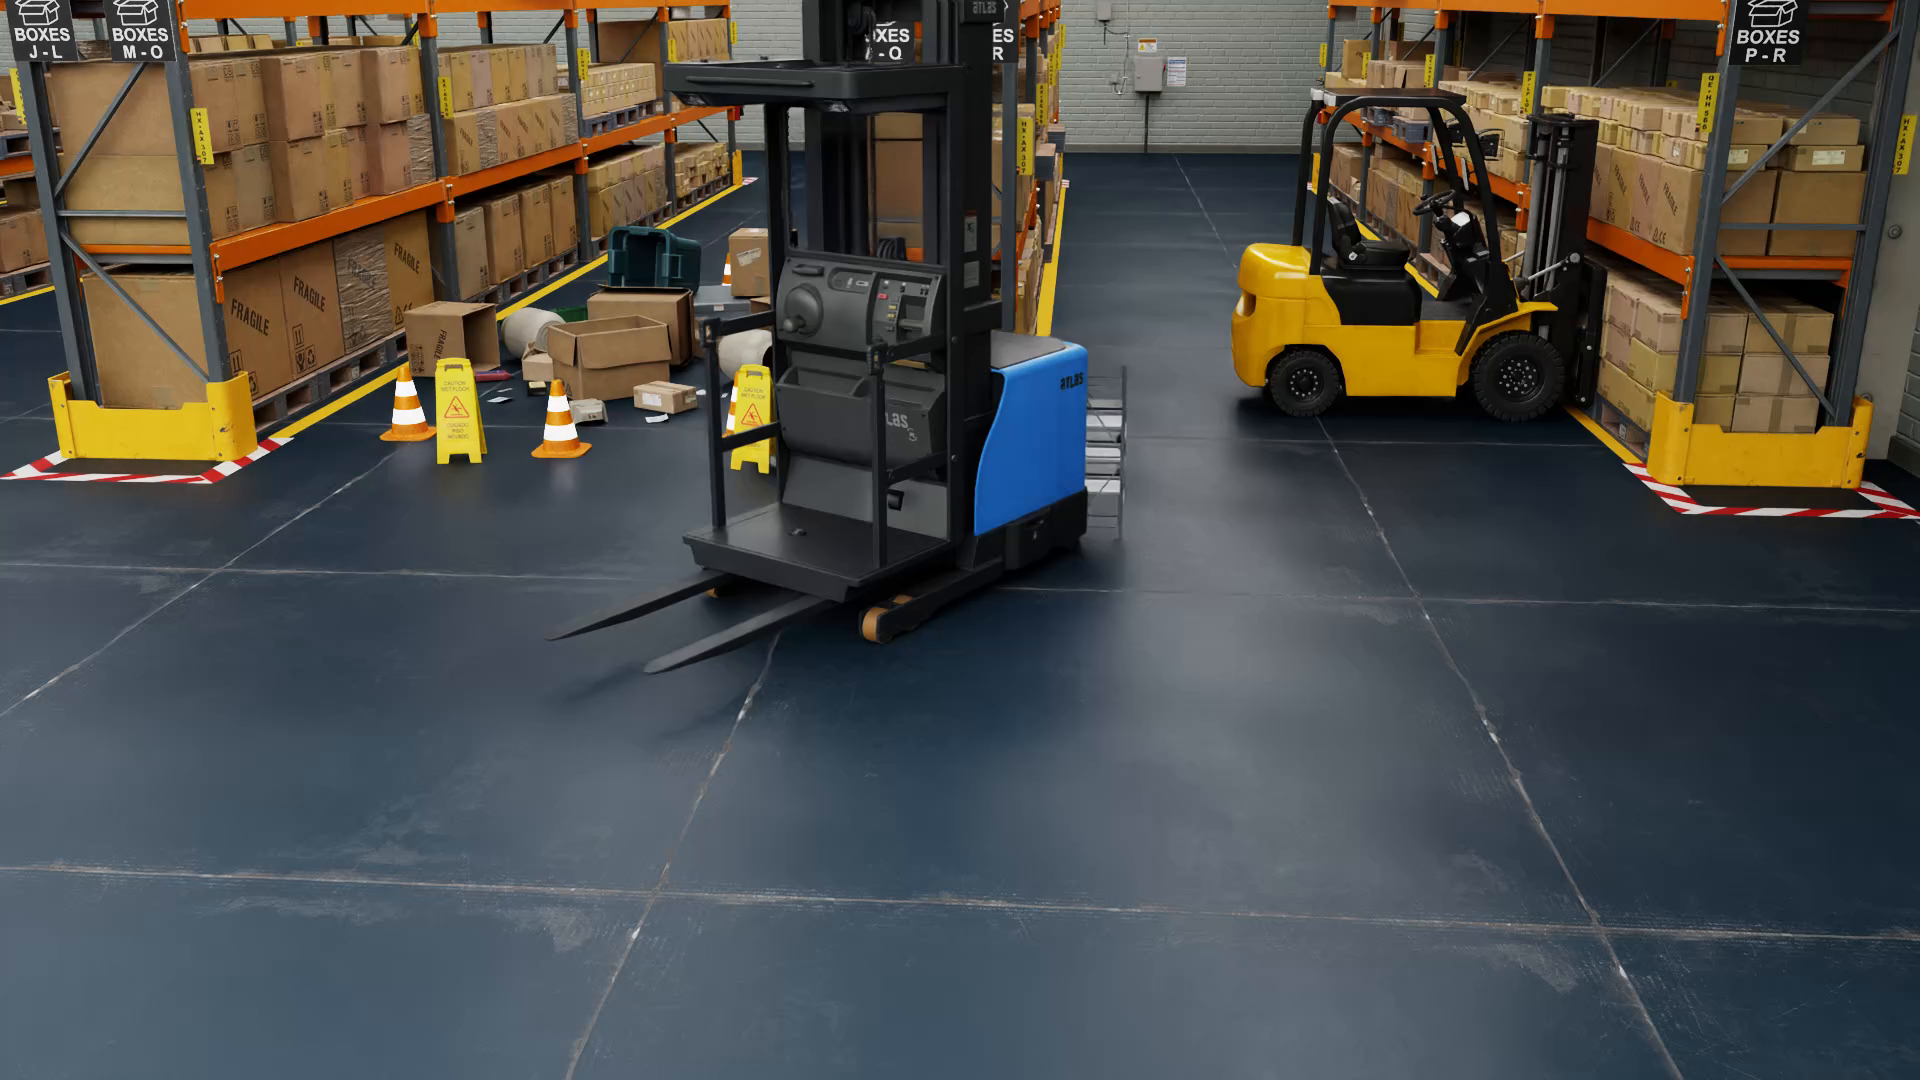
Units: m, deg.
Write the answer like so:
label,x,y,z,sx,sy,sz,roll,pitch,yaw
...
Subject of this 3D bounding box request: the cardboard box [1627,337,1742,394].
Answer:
label,x,y,z,sx,sy,sz,roll,pitch,yaw
cardboard box,4.510,-1.092,10.377,0.500,0.250,0.500,1,18,3

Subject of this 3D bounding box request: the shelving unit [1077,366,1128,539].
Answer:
label,x,y,z,sx,sy,sz,roll,pitch,yaw
shelving unit,0.761,-0.469,8.909,0.258,0.900,0.210,2,18,5

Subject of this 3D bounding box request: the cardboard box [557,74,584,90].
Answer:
label,x,y,z,sx,sy,sz,roll,pitch,yaw
cardboard box,-4.308,-4.980,18.078,0.380,0.149,0.250,1,18,4

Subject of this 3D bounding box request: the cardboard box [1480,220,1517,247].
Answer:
label,x,y,z,sx,sy,sz,roll,pitch,yaw
cardboard box,5.163,-2.520,14.935,0.875,0.625,0.625,1,18,3

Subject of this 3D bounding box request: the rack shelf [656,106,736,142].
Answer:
label,x,y,z,sx,sy,sz,roll,pitch,yaw
rack shelf,-4.105,-5.998,23.567,1.077,0.370,4.000,1,18,4

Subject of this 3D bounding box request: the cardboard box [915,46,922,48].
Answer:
label,x,y,z,sx,sy,sz,roll,pitch,yaw
cardboard box,-0.367,-3.058,11.195,0.700,0.500,0.500,1,18,3

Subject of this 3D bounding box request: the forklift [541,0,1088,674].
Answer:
label,x,y,z,sx,sy,sz,roll,pitch,yaw
forklift,-0.600,-1.095,7.558,1.130,2.935,3.031,13,22,34

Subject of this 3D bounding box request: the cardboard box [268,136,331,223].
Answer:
label,x,y,z,sx,sy,sz,roll,pitch,yaw
cardboard box,-4.944,-2.522,11.561,0.875,0.550,0.550,1,18,4

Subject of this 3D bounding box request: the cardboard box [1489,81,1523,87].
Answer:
label,x,y,z,sx,sy,sz,roll,pitch,yaw
cardboard box,5.539,-4.538,16.753,0.380,0.149,0.250,2,18,6

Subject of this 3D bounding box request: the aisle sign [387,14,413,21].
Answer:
label,x,y,z,sx,sy,sz,roll,pitch,yaw
aisle sign,-8.597,-8.354,25.427,0.394,0.787,0.004,1,18,4

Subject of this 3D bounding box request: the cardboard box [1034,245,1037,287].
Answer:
label,x,y,z,sx,sy,sz,roll,pitch,yaw
cardboard box,0.206,-2.492,15.258,0.950,0.372,0.625,2,18,7

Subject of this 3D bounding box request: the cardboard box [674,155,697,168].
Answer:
label,x,y,z,sx,sy,sz,roll,pitch,yaw
cardboard box,-3.873,-5.271,23.142,0.380,0.149,0.250,2,18,5

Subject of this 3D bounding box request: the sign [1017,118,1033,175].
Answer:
label,x,y,z,sx,sy,sz,roll,pitch,yaw
sign,0.377,-2.312,9.772,0.100,0.325,0.005,1,18,4

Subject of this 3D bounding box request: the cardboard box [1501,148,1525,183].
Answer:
label,x,y,z,sx,sy,sz,roll,pitch,yaw
cardboard box,4.849,-3.137,13.919,0.500,0.250,0.500,2,18,5

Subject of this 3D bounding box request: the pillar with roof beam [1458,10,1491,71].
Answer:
label,x,y,z,sx,sy,sz,roll,pitch,yaw
pillar with roof beam,2.302,-8.673,20.941,9.100,9.000,0.400,1,18,4

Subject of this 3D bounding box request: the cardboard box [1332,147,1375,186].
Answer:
label,x,y,z,sx,sy,sz,roll,pitch,yaw
cardboard box,5.696,-5.332,23.717,0.700,0.500,0.500,2,18,6

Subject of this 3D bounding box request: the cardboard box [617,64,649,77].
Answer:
label,x,y,z,sx,sy,sz,roll,pitch,yaw
cardboard box,-4.101,-5.869,20.792,0.380,0.149,0.250,1,18,2

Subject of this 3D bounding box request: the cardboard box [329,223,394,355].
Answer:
label,x,y,z,sx,sy,sz,roll,pitch,yaw
cardboard box,-4.998,-1.950,12.796,0.875,0.875,0.875,1,18,4

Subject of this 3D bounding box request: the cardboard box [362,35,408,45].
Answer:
label,x,y,z,sx,sy,sz,roll,pitch,yaw
cardboard box,-8.674,-7.373,25.165,0.500,0.500,0.500,2,18,5

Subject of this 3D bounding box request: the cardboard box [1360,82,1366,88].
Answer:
label,x,y,z,sx,sy,sz,roll,pitch,yaw
cardboard box,5.441,-5.764,21.459,0.500,0.250,0.500,2,18,5

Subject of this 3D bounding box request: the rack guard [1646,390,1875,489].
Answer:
label,x,y,z,sx,sy,sz,roll,pitch,yaw
rack guard,4.785,-0.608,9.975,1.175,0.500,0.348,1,18,4

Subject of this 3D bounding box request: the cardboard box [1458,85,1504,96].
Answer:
label,x,y,z,sx,sy,sz,roll,pitch,yaw
cardboard box,5.027,-4.306,16.046,0.380,0.149,0.250,1,18,5

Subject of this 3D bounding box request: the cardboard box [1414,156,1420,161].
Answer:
label,x,y,z,sx,sy,sz,roll,pitch,yaw
cardboard box,5.909,-4.729,20.837,0.380,0.149,0.250,1,18,2

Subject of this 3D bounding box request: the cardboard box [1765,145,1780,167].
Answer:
label,x,y,z,sx,sy,sz,roll,pitch,yaw
cardboard box,5.024,-2.337,10.035,0.380,0.149,0.250,1,18,4

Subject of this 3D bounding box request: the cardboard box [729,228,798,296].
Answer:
label,x,y,z,sx,sy,sz,roll,pitch,yaw
cardboard box,-1.655,-2.358,14.099,0.500,0.500,0.500,1,18,4

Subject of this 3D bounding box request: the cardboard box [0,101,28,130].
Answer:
label,x,y,z,sx,sy,sz,roll,pitch,yaw
cardboard box,-9.325,-4.230,16.558,0.396,0.266,0.258,1,18,2

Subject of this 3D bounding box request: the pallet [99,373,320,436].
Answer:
label,x,y,z,sx,sy,sz,roll,pitch,yaw
pallet,-5.129,-0.917,11.382,1.003,0.211,1.213,1,18,4

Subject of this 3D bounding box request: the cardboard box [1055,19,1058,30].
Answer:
label,x,y,z,sx,sy,sz,roll,pitch,yaw
cardboard box,1.228,-7.436,23.990,0.380,0.149,0.250,1,18,3

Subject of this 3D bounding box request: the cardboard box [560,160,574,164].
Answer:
label,x,y,z,sx,sy,sz,roll,pitch,yaw
cardboard box,-4.722,-4.220,19.120,0.500,0.250,0.500,2,18,5

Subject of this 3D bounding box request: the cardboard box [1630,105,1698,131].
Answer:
label,x,y,z,sx,sy,sz,roll,pitch,yaw
cardboard box,4.581,-2.735,10.771,0.380,0.149,0.250,2,18,5

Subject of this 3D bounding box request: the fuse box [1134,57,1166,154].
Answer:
label,x,y,z,sx,sy,sz,roll,pitch,yaw
fuse box,3.449,-7.929,30.374,0.539,1.711,0.414,1,18,4

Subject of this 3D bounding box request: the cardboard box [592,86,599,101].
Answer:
label,x,y,z,sx,sy,sz,roll,pitch,yaw
cardboard box,-4.267,-5.011,18.650,0.380,0.149,0.250,1,18,2

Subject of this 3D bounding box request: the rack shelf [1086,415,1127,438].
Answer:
label,x,y,z,sx,sy,sz,roll,pitch,yaw
rack shelf,0.761,-0.608,8.863,0.258,0.077,0.200,2,18,5

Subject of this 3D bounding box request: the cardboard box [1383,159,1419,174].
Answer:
label,x,y,z,sx,sy,sz,roll,pitch,yaw
cardboard box,5.407,-4.577,20.372,0.380,0.149,0.250,0,18,1

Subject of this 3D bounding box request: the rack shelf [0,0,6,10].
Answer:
label,x,y,z,sx,sy,sz,roll,pitch,yaw
rack shelf,-9.618,-5.081,15.951,1.077,0.370,4.000,1,18,4

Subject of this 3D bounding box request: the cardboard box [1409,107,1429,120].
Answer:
label,x,y,z,sx,sy,sz,roll,pitch,yaw
cardboard box,5.025,-4.581,17.814,0.380,0.149,0.250,2,18,5

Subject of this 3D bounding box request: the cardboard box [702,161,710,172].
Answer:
label,x,y,z,sx,sy,sz,roll,pitch,yaw
cardboard box,-3.811,-5.375,23.937,0.380,0.149,0.250,2,18,7

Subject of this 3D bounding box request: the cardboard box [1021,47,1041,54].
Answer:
label,x,y,z,sx,sy,sz,roll,pitch,yaw
cardboard box,0.574,-4.580,15.728,0.380,0.149,0.250,0,18,1

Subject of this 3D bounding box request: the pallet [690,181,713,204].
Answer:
label,x,y,z,sx,sy,sz,roll,pitch,yaw
pallet,-4.151,-4.983,23.792,1.003,0.211,1.213,1,18,4

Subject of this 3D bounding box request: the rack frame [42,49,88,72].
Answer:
label,x,y,z,sx,sy,sz,roll,pitch,yaw
rack frame,-9.475,-4.619,18.201,1.000,3.000,0.127,1,18,4

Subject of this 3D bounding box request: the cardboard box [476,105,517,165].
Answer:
label,x,y,z,sx,sy,sz,roll,pitch,yaw
cardboard box,-4.442,-3.751,15.393,0.500,0.500,0.500,1,18,4

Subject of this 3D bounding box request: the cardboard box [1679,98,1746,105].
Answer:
label,x,y,z,sx,sy,sz,roll,pitch,yaw
cardboard box,5.179,-2.962,11.465,0.380,0.149,0.250,2,18,5

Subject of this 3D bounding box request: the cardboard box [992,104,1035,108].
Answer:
label,x,y,z,sx,sy,sz,roll,pitch,yaw
cardboard box,0.339,-3.200,13.235,0.500,0.500,0.500,1,18,3

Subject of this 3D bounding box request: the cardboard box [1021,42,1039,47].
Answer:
label,x,y,z,sx,sy,sz,roll,pitch,yaw
cardboard box,0.689,-5.068,17.806,0.500,0.500,0.500,1,18,2

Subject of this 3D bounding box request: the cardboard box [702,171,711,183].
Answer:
label,x,y,z,sx,sy,sz,roll,pitch,yaw
cardboard box,-3.814,-5.234,23.982,0.380,0.149,0.250,2,18,5

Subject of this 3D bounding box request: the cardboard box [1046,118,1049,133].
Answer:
label,x,y,z,sx,sy,sz,roll,pitch,yaw
cardboard box,0.668,-4.043,16.172,0.380,0.149,0.250,2,18,5

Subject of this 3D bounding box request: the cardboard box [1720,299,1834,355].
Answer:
label,x,y,z,sx,sy,sz,roll,pitch,yaw
cardboard box,5.010,-1.316,10.259,0.500,0.250,0.500,1,18,3

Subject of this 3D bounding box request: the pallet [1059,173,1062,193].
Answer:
label,x,y,z,sx,sy,sz,roll,pitch,yaw
pallet,1.004,-5.307,24.780,1.003,0.211,1.213,1,18,4

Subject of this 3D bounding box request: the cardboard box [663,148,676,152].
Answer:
label,x,y,z,sx,sy,sz,roll,pitch,yaw
cardboard box,-4.348,-5.605,24.160,0.380,0.149,0.250,2,18,6

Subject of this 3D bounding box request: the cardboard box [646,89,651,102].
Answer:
label,x,y,z,sx,sy,sz,roll,pitch,yaw
cardboard box,-4.097,-5.591,20.897,0.380,0.149,0.250,1,18,4

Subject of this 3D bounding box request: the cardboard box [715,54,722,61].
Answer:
label,x,y,z,sx,sy,sz,roll,pitch,yaw
cardboard box,-3.779,-6.845,24.357,0.500,0.500,0.500,1,18,3

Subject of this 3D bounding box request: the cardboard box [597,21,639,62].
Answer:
label,x,y,z,sx,sy,sz,roll,pitch,yaw
cardboard box,-4.484,-6.535,21.805,0.500,0.500,0.500,1,18,2

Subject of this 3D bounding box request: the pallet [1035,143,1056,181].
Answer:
label,x,y,z,sx,sy,sz,roll,pitch,yaw
pallet,0.323,-3.298,14.479,1.003,0.211,1.213,1,18,4

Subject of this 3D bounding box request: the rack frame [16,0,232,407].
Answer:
label,x,y,z,sx,sy,sz,roll,pitch,yaw
rack frame,-5.109,-1.992,10.185,1.000,3.000,0.127,1,18,4

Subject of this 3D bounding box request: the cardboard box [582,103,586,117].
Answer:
label,x,y,z,sx,sy,sz,roll,pitch,yaw
cardboard box,-4.302,-4.691,18.152,0.380,0.149,0.250,1,18,3

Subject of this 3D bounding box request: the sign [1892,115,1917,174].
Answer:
label,x,y,z,sx,sy,sz,roll,pitch,yaw
sign,5.340,-2.238,9.418,0.100,0.325,0.005,1,18,4
